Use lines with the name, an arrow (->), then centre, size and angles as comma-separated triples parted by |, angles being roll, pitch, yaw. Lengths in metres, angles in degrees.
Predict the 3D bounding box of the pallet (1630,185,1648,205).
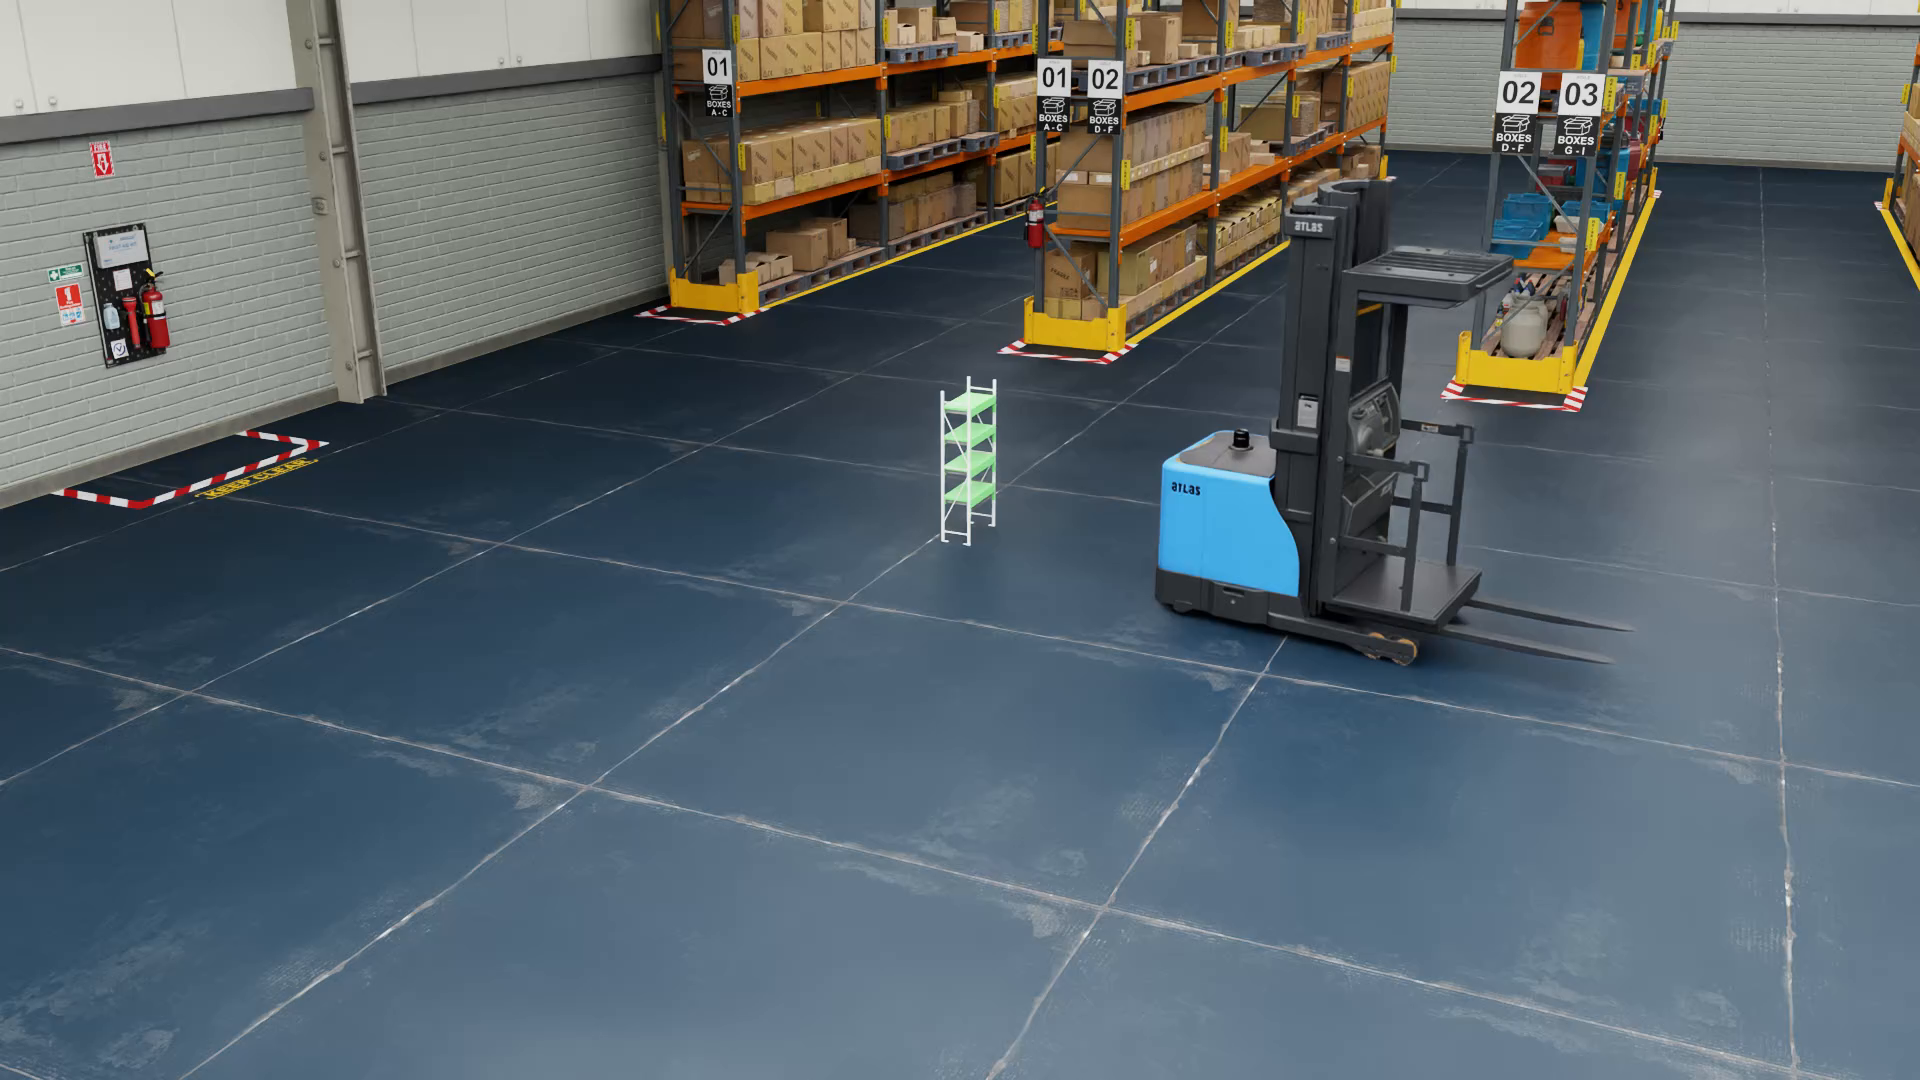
pallet -> 12.035, -6.350, 30.508 | 1.003, 0.211, 1.213 | 9, 21, 23

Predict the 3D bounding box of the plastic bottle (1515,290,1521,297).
plastic bottle -> 6.682, -2.866, 19.966 | 0.097, 0.271, 0.097 | 0, 20, 0

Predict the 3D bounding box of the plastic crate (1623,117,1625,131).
plastic crate -> 11.564, -7.101, 28.547 | 0.437, 0.282, 0.530 | 9, 21, 23

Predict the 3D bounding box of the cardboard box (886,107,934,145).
cardboard box -> -0.828, -6.382, 25.631 | 0.700, 0.500, 0.500 | 12, 23, 30

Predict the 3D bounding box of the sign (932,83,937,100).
sign -> -0.414, -7.445, 27.698 | 0.100, 0.325, 0.005 | 9, 21, 23

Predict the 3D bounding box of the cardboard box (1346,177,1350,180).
cardboard box -> 6.967, -6.605, 30.636 | 0.380, 0.166, 0.250 | 9, 21, 23

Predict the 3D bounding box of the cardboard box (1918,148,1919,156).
cardboard box -> 15.115, -6.028, 25.816 | 0.380, 0.149, 0.250 | 9, 21, 23

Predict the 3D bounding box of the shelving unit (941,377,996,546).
shelving unit -> 0.068, -0.616, 12.910 | 0.258, 1.200, 0.503 | 9, 21, 23

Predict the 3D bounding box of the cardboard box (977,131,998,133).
cardboard box -> 0.440, -6.784, 27.913 | 0.380, 0.149, 0.250 | 8, 21, 22

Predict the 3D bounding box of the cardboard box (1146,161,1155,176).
cardboard box -> 2.117, -4.459, 19.912 | 0.380, 0.149, 0.250 | 8, 21, 21

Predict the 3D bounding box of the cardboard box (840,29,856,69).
cardboard box -> -1.744, -6.730, 22.760 | 0.500, 0.500, 0.500 | 7, 21, 18

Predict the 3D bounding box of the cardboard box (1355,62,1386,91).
cardboard box -> 7.753, -8.781, 31.541 | 0.500, 0.500, 0.500 | 9, 22, 24

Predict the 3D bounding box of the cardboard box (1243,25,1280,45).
cardboard box -> 4.481, -7.539, 24.813 | 0.500, 0.250, 0.500 | 7, 21, 19

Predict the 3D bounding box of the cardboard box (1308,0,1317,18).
cardboard box -> 5.436, -8.522, 27.052 | 0.600, 0.600, 0.600 | 8, 21, 21

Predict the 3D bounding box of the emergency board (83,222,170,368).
emergency board -> -7.188, -2.127, 14.472 | 0.194, 1.169, 0.643 | 9, 21, 23

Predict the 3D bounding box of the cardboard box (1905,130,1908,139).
cardboard box -> 16.167, -6.812, 28.022 | 0.380, 0.149, 0.250 | 8, 21, 22

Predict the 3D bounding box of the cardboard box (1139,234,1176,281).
cardboard box -> 2.378, -3.547, 20.824 | 0.500, 0.500, 0.500 | 9, 21, 23

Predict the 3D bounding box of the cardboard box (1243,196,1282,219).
cardboard box -> 4.625, -5.118, 25.523 | 0.500, 0.311, 0.500 | 9, 22, 24

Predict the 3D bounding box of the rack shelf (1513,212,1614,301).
rack shelf -> 6.675, -3.291, 18.821 | 1.077, 0.370, 4.000 | 9, 21, 23

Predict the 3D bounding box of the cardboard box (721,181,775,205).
cardboard box -> -2.692, -4.423, 21.122 | 0.500, 0.250, 0.500 | 8, 21, 21

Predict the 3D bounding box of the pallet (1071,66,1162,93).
pallet -> 1.652, -5.284, 19.006 | 1.003, 0.211, 1.213 | 9, 21, 23

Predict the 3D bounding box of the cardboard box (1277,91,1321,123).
cardboard box -> 5.855, -7.499, 28.802 | 0.700, 0.500, 0.500 | 2, 20, 4

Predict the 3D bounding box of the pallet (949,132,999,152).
pallet -> -0.100, -6.501, 27.059 | 1.213, 0.211, 1.003 | 9, 21, 23

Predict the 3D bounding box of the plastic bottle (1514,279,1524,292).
plastic bottle -> 6.785, -3.011, 20.256 | 0.144, 0.351, 0.185 | 9, 22, 24

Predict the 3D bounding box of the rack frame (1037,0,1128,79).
rack frame -> 1.339, -6.526, 17.890 | 1.000, 3.000, 0.127 | 9, 21, 23

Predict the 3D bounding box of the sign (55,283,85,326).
sign -> -7.509, -1.989, 14.031 | 0.001, 0.329, 0.234 | 9, 21, 23

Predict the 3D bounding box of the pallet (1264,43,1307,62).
pallet -> 4.419, -7.250, 24.683 | 1.213, 0.211, 1.003 | 10, 22, 25

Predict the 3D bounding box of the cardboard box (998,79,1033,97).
cardboard box -> 0.936, -7.795, 28.669 | 0.500, 0.250, 0.500 | 9, 21, 23

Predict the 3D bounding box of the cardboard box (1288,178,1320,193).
cardboard box -> 5.690, -5.749, 27.730 | 0.500, 0.500, 0.500 | 8, 21, 21

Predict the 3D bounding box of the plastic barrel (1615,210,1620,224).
plastic barrel -> 10.242, -5.516, 26.508 | 0.600, 0.901, 0.708 | 9, 21, 23

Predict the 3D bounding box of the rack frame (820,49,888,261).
rack frame -> -1.544, -5.601, 24.242 | 1.000, 3.000, 0.127 | 9, 21, 23

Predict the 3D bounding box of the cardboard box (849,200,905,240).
cardboard box -> -1.258, -4.858, 25.226 | 0.700, 0.500, 0.500 | 9, 22, 25

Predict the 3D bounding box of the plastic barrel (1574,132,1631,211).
plastic barrel -> 7.929, -4.555, 20.551 | 0.600, 0.901, 0.708 | 9, 21, 23

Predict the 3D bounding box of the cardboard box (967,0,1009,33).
cardboard box -> 0.409, -8.817, 28.002 | 0.700, 0.500, 0.500 | 7, 21, 20

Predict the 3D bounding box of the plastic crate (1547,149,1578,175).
plastic crate -> 8.192, -5.043, 22.576 | 0.402, 0.464, 0.583 | 9, 21, 23

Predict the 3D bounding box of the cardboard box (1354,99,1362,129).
cardboard box -> 6.917, -7.691, 29.968 | 0.500, 0.500, 0.500 | 9, 21, 24

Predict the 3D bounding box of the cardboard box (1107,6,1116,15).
cardboard box -> 2.681, -10.121, 31.922 | 0.500, 0.250, 0.500 | 8, 21, 21

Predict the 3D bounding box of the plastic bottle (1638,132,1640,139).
plastic bottle -> 10.851, -6.391, 26.636 | 0.061, 0.283, 0.133 | 9, 21, 23

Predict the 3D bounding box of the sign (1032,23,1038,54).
sign -> 0.850, -5.572, 18.479 | 0.100, 0.325, 0.005 | 9, 21, 23

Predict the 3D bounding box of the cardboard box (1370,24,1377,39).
cardboard box -> 7.294, -9.284, 30.344 | 0.500, 0.250, 0.500 | 9, 21, 23

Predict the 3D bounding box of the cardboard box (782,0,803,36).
cardboard box -> -2.351, -6.708, 21.207 | 0.500, 0.500, 0.500 | 9, 22, 24

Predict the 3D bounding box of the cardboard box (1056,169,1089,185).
cardboard box -> 1.322, -4.195, 19.172 | 0.380, 0.149, 0.250 | 8, 21, 22

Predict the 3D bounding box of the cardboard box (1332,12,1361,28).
cardboard box -> 6.679, -9.061, 28.971 | 0.500, 0.250, 0.500 | 9, 21, 23

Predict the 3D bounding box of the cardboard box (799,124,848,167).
cardboard box -> -1.870, -5.400, 22.752 | 0.500, 0.500, 0.500 | 8, 21, 21

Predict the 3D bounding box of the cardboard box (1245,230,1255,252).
cardboard box -> 3.998, -4.384, 24.297 | 0.500, 0.250, 0.500 | 9, 21, 24

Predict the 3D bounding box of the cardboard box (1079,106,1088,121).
cardboard box -> 1.969, -8.352, 31.528 | 0.980, 0.700, 0.700 | 9, 21, 24

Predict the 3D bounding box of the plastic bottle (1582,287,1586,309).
plastic bottle -> 7.494, -2.965, 20.125 | 0.144, 0.351, 0.185 | 8, 21, 21

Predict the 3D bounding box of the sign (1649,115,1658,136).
sign -> 11.272, -6.742, 27.036 | 0.100, 0.325, 0.005 | 9, 21, 23

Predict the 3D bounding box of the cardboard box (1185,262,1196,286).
cardboard box -> 2.773, -3.502, 21.815 | 0.500, 0.250, 0.500 | 9, 21, 23

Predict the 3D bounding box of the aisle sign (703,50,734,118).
aisle sign -> -2.938, -5.540, 20.190 | 0.394, 0.787, 0.004 | 9, 21, 23

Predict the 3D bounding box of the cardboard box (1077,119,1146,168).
cardboard box -> 1.774, -4.677, 19.557 | 0.700, 0.500, 0.500 | 8, 21, 21

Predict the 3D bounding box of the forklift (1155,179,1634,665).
forklift -> 2.882, -0.778, 10.783 | 3.031, 2.935, 1.130 | 12, 23, 30

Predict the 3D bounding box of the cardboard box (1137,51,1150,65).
cardboard box -> 1.982, -5.594, 19.285 | 0.380, 0.149, 0.250 | 9, 21, 23

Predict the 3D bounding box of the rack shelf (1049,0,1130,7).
rack shelf -> 2.158, -6.610, 19.797 | 1.077, 0.370, 4.000 | 9, 21, 23

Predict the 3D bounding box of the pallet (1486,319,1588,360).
pallet -> 6.683, -2.354, 19.273 | 1.003, 0.211, 1.213 | 9, 21, 23

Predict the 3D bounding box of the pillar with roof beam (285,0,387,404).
pillar with roof beam -> -2.214, -5.113, 13.915 | 9.100, 9.000, 0.400 | 9, 21, 23

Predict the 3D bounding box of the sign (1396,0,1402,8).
sign -> 8.389, -10.339, 31.766 | 0.100, 0.325, 0.005 | 9, 21, 23

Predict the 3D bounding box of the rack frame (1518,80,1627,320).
rack frame -> 7.494, -4.242, 20.420 | 1.000, 3.000, 0.127 | 9, 21, 23

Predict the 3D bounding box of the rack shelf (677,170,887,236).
rack shelf -> -2.363, -4.651, 22.643 | 1.077, 0.370, 4.000 | 9, 21, 23
